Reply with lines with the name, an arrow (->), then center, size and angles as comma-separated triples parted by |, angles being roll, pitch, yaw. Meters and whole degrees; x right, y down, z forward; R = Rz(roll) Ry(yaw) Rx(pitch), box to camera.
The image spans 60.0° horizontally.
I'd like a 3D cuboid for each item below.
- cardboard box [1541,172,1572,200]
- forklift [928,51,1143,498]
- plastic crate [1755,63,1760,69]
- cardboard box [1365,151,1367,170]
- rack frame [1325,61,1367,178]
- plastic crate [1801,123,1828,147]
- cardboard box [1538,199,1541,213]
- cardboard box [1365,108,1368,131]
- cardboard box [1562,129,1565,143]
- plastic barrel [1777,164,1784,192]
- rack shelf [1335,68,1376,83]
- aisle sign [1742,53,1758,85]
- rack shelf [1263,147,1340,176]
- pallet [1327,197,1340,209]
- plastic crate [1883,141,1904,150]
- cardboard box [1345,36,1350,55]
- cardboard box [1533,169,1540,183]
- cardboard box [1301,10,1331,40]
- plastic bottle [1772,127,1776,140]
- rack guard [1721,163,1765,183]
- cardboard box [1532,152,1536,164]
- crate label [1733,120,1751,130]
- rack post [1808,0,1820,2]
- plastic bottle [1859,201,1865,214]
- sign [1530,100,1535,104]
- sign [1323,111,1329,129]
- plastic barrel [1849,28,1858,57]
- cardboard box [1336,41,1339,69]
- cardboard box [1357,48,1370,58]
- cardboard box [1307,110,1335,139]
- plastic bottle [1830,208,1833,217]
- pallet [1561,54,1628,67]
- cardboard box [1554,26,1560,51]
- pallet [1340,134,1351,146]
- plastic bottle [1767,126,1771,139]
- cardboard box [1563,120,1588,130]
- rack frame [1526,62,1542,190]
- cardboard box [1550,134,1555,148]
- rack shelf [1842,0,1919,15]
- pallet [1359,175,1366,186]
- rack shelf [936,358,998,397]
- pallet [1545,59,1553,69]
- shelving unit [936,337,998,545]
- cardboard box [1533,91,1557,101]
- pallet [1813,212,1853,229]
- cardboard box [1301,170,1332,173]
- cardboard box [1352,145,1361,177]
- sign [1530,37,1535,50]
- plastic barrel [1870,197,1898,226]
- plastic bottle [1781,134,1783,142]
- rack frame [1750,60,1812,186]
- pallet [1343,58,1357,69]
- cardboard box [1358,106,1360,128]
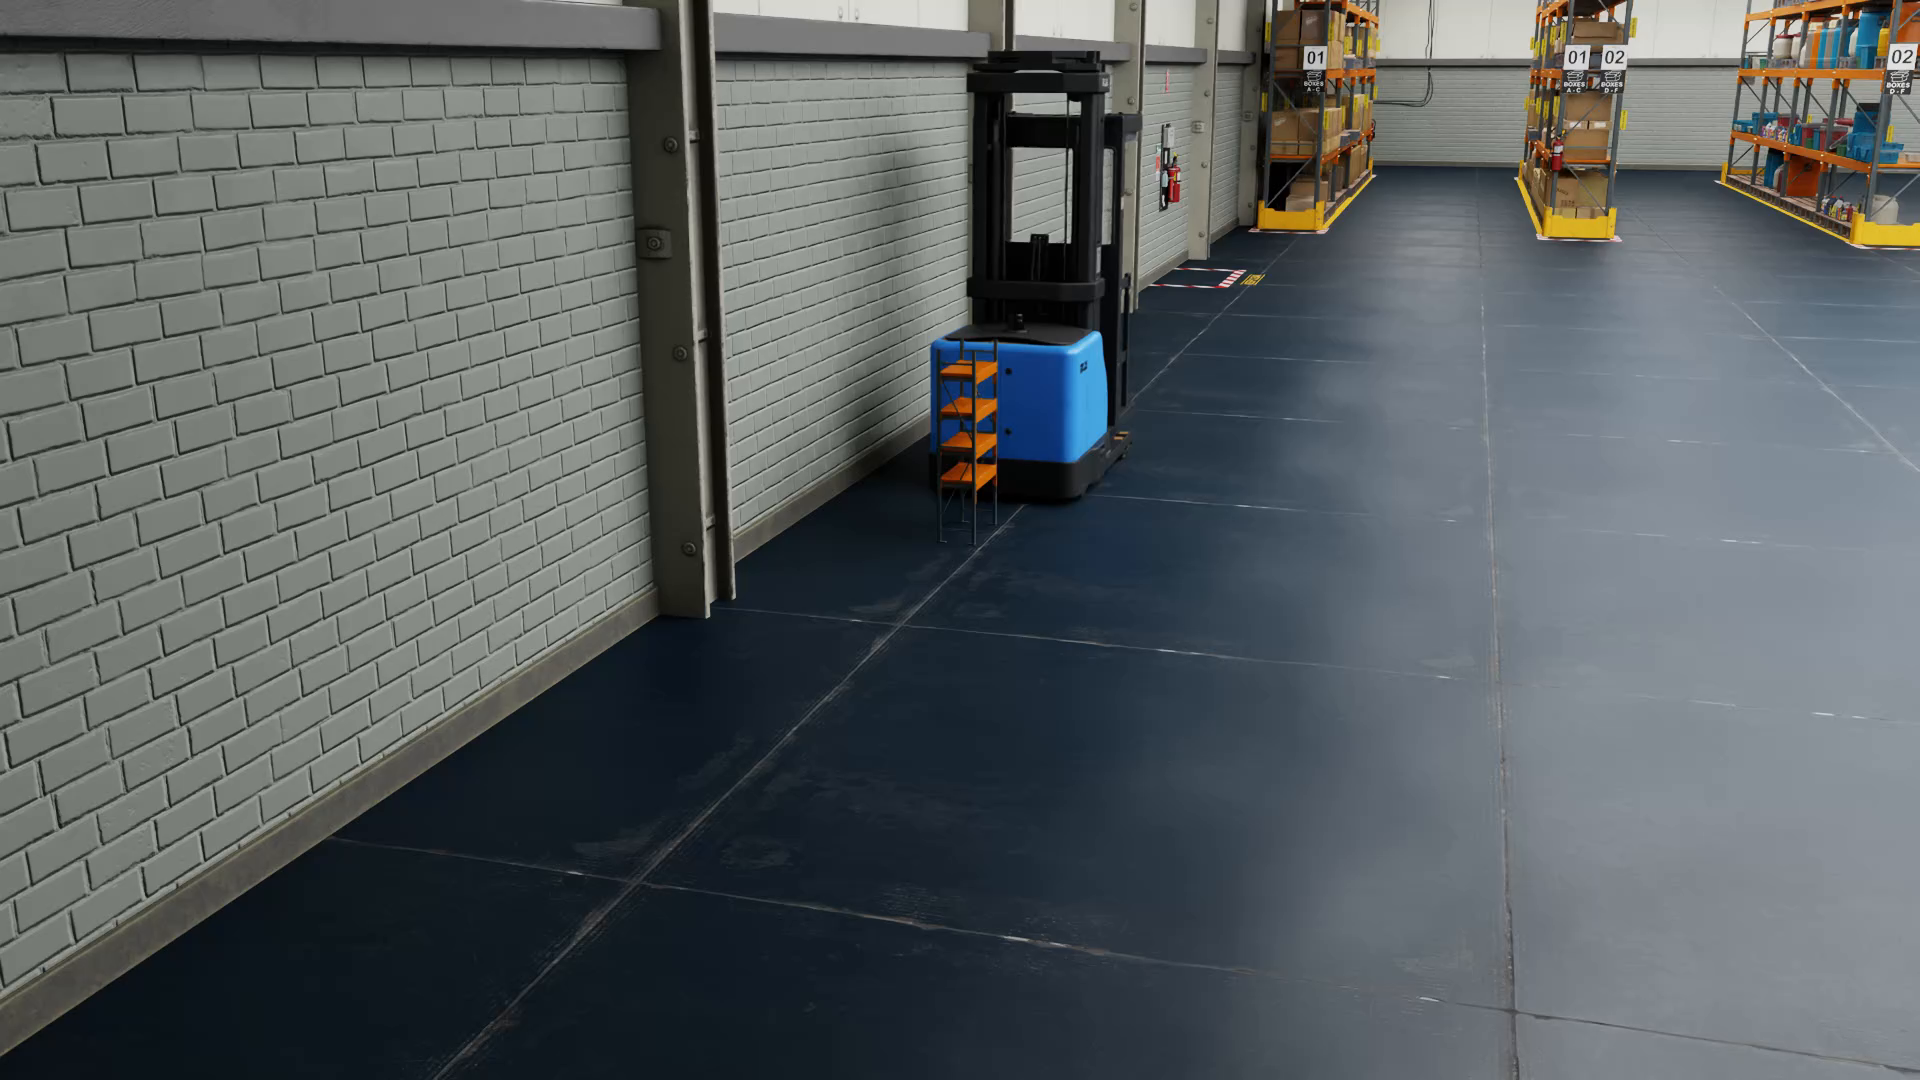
cardboard box -> 11.038, -6.530, 30.751 | 0.500, 0.500, 0.500 | 5, 16, 16
forklift -> 0.694, -2.048, 12.179 | 1.130, 2.935, 3.031 | 5, 16, 16
plastic crate -> 18.912, -11.166, 39.187 | 0.293, 0.136, 0.466 | 5, 16, 16
cardboard box -> 10.451, -10.111, 44.292 | 0.700, 0.500, 0.500 | 5, 16, 16
rack frame -> 9.417, -10.256, 40.992 | 1.000, 3.000, 0.127 | 5, 16, 16
plastic crate -> 17.027, -8.073, 33.178 | 0.402, 0.464, 0.583 | 5, 16, 16
cardboard box -> 11.178, -6.301, 31.315 | 0.500, 0.250, 0.500 | 5, 16, 16
cardboard box -> 9.800, -10.732, 42.118 | 0.980, 0.700, 0.700 | 4, 16, 14
cardboard box -> 11.047, -7.041, 29.471 | 0.700, 0.500, 0.500 | 5, 17, 17
plastic barrel -> 18.223, -7.908, 36.363 | 0.600, 0.588, 0.708 | 5, 16, 16
rack shelf -> 9.986, -11.876, 42.525 | 1.077, 0.370, 4.000 | 5, 16, 16
aisle sign -> 19.788, -11.827, 41.765 | 0.394, 0.787, 0.004 | 5, 16, 16
rack shelf -> 6.575, -7.294, 31.866 | 1.077, 0.370, 4.000 | 5, 16, 16
pallet -> 7.364, -7.025, 34.712 | 1.003, 0.211, 1.213 | 5, 16, 16
plastic crate -> 16.588, -7.013, 29.829 | 0.499, 0.251, 0.616 | 5, 16, 16
cardboard box -> 8.361, -11.041, 37.274 | 0.700, 0.500, 0.500 | 3, 16, 12
cardboard box -> 12.459, -7.723, 35.303 | 0.500, 0.311, 0.500 | 4, 16, 14
cardboard box -> 6.349, -9.180, 29.650 | 0.500, 0.500, 0.500 | 3, 16, 12
plastic bottle -> 18.003, -8.978, 36.721 | 0.097, 0.271, 0.097 | 0, 16, 0
rack guard -> 20.047, -9.339, 42.339 | 1.175, 0.500, 0.348 | 5, 16, 16
cardboard box -> 13.370, -8.742, 38.055 | 0.500, 0.250, 0.500 | 4, 16, 15
crate label -> 19.667, -10.444, 41.850 | 0.416, 0.233, 0.303 | 5, 16, 16
rack post -> 17.120, -10.899, 31.898 | 1.013, 1.000, 3.121 | 5, 16, 16
plastic bottle -> 16.532, -6.060, 30.383 | 0.152, 0.276, 0.135 | 5, 16, 16
sign -> 13.645, -10.330, 39.664 | 0.100, 0.325, 0.005 | 5, 16, 16
sign -> 6.527, -7.491, 29.657 | 0.100, 0.325, 0.005 | 5, 16, 16
plastic barrel -> 16.332, -8.996, 30.079 | 0.421, 0.512, 0.421 | 0, 16, 0
cardboard box -> 6.804, -9.101, 31.203 | 0.500, 0.500, 0.500 | 6, 17, 19
cardboard box -> 9.866, -12.038, 41.097 | 0.500, 0.250, 0.500 | 5, 16, 16
cardboard box -> 6.734, -7.780, 31.125 | 0.500, 0.500, 0.500 | 4, 16, 14
plastic bottle -> 15.859, -5.960, 30.166 | 0.097, 0.201, 0.097 | 0, 16, 0
pallet -> 10.983, -8.317, 28.820 | 1.003, 0.211, 1.213 | 5, 16, 16
cardboard box -> 11.498, -9.429, 31.370 | 0.500, 0.500, 0.500 | 6, 17, 20
pallet -> 7.500, -8.260, 34.304 | 1.003, 0.211, 1.213 | 5, 16, 16
plastic bottle -> 18.150, -9.137, 37.258 | 0.061, 0.283, 0.133 | 5, 16, 16
cardboard box -> 10.683, -7.208, 28.875 | 0.380, 0.149, 0.250 | 4, 16, 15
rack frame -> 14.168, -9.873, 39.641 | 1.000, 3.000, 0.127 | 5, 16, 16
cardboard box -> 11.968, -7.960, 33.141 | 0.396, 0.266, 0.258 | 4, 16, 15
rack shelf -> 16.074, -9.219, 28.393 | 1.077, 0.370, 4.000 | 5, 16, 16
pallet -> 9.708, -9.108, 42.052 | 1.003, 0.211, 1.213 | 5, 16, 16
rack shelf -> 0.047, -0.999, 10.211 | 0.258, 0.148, 0.480 | 5, 16, 16
pallet -> 12.924, -9.994, 34.917 | 1.213, 0.211, 1.003 | 5, 17, 18
shelving unit -> 0.047, -0.621, 10.318 | 0.258, 1.200, 0.503 | 5, 16, 16
cardboard box -> 14.063, -10.555, 40.028 | 0.500, 0.500, 0.500 | 5, 17, 16
pallet -> 16.412, -5.881, 30.676 | 1.003, 0.211, 1.213 | 5, 16, 16
cardboard box -> 7.619, -7.636, 35.527 | 0.700, 0.500, 0.500 | 5, 17, 17
cardboard box -> 9.357, -9.244, 40.593 | 0.750, 0.750, 0.750 | 5, 17, 17
sign -> 14.784, -12.825, 42.950 | 0.100, 0.325, 0.005 | 5, 16, 16
plastic barrel -> 15.619, -5.532, 28.125 | 0.421, 0.512, 0.421 | 0, 16, 0
plastic bottle -> 17.684, -8.650, 35.694 | 0.097, 0.201, 0.097 | 0, 16, 0
rack frame -> 18.916, -9.488, 38.283 | 1.000, 3.000, 0.127 | 5, 16, 16
pallet -> 7.421, -9.669, 33.769 | 1.213, 0.211, 1.003 | 5, 16, 16
cardboard box -> 9.104, -9.921, 39.044 | 0.500, 0.500, 0.500 | 5, 17, 17
